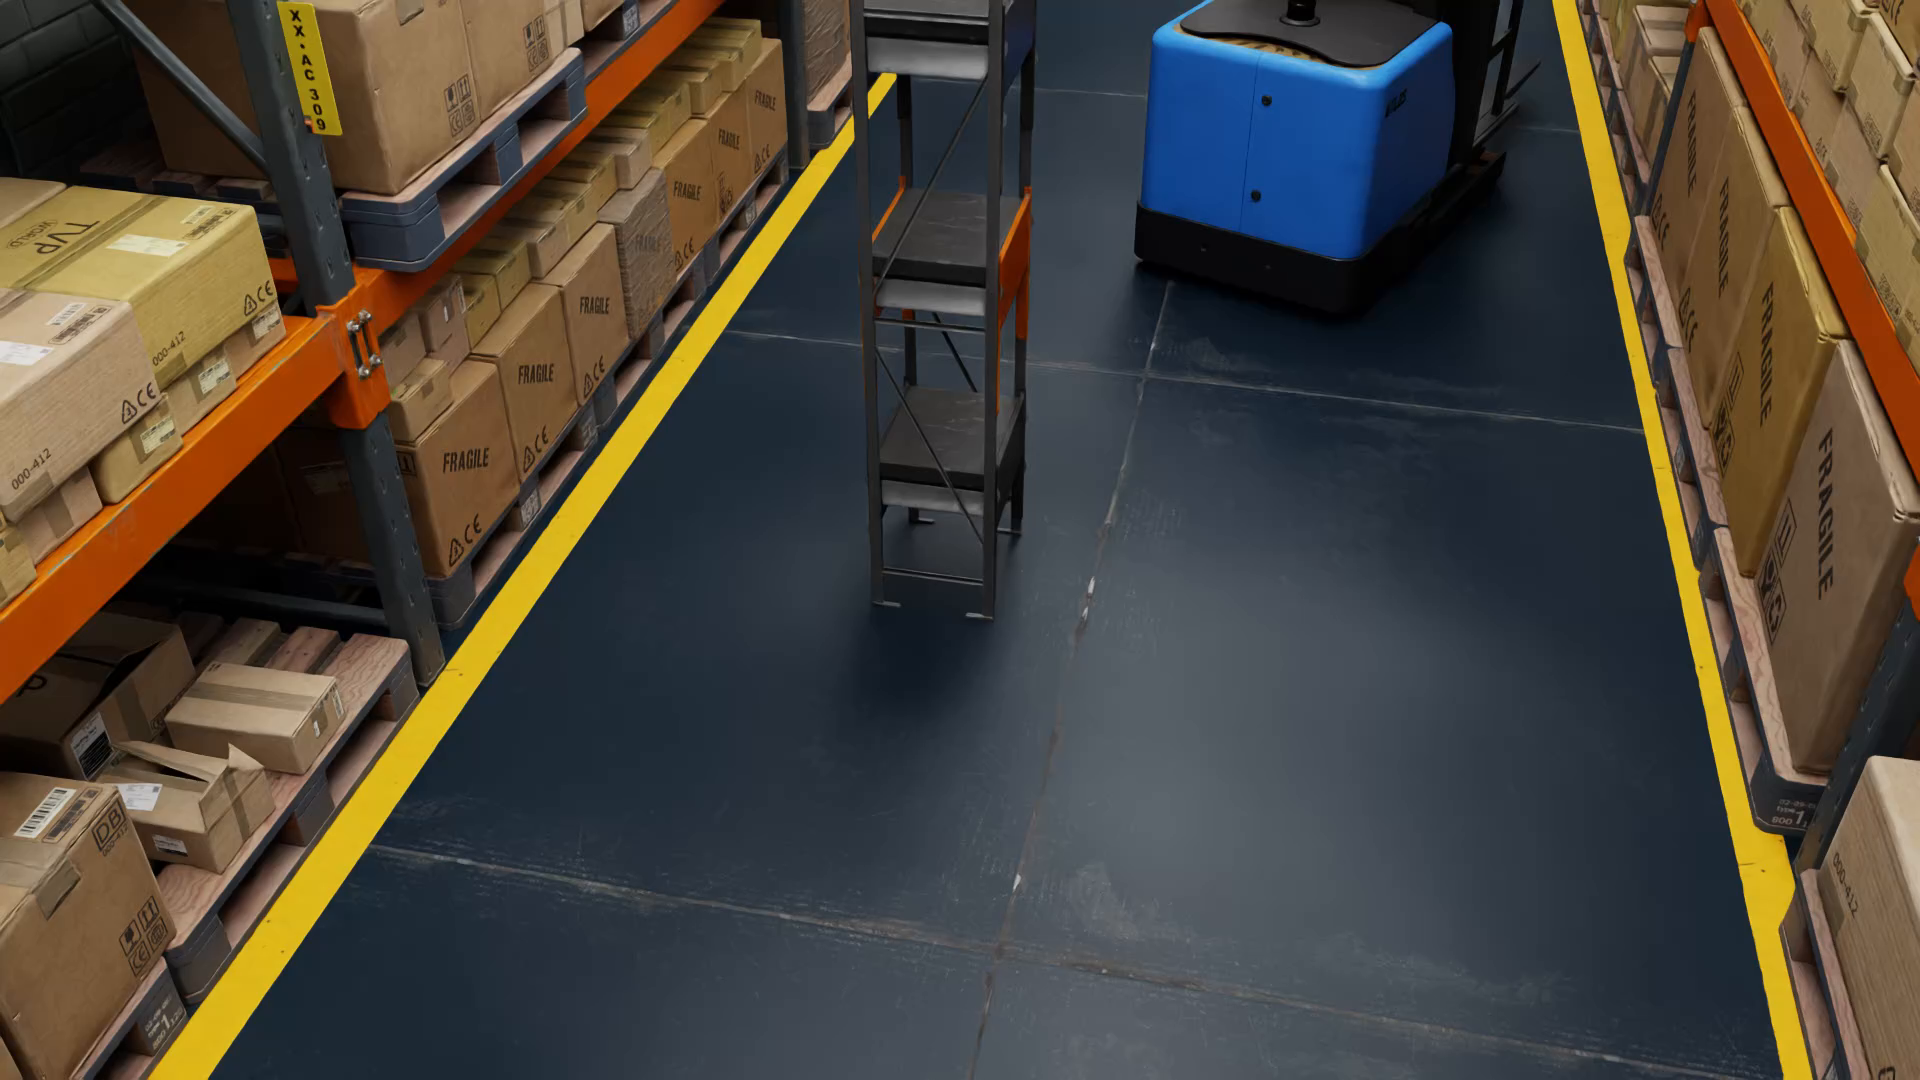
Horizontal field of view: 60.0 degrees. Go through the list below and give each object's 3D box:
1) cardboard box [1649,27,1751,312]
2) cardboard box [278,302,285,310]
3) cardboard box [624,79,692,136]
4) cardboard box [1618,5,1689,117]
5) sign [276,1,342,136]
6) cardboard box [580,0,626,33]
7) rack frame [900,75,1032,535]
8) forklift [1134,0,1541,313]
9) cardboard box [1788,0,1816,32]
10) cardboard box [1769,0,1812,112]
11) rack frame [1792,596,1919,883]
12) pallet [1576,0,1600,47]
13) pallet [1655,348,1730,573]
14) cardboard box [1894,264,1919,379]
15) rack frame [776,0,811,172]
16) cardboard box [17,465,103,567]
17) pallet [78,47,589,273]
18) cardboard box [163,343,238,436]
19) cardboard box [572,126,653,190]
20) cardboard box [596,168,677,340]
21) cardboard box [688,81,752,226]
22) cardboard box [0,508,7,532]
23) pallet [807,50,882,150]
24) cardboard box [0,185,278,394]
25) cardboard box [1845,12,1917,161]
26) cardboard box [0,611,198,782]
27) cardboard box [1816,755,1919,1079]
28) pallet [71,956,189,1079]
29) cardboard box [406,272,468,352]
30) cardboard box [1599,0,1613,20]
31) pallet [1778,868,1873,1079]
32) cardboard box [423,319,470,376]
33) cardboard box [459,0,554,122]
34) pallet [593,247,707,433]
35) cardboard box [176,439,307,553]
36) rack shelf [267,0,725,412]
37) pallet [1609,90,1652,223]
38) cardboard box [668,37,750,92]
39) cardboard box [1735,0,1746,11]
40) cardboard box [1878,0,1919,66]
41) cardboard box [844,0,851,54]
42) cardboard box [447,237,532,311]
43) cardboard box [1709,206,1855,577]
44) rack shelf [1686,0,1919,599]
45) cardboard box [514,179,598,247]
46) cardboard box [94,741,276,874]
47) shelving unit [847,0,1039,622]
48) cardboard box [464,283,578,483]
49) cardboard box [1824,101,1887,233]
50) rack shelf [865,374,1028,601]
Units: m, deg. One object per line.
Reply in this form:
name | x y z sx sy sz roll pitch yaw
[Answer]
cardboard box | 3.367 -1.449 6.646 0.875 0.875 0.875 7 37 10
cardboard box | -2.261 -0.671 5.339 0.380 0.149 0.250 7 37 10
cardboard box | -1.341 -1.799 6.896 0.380 0.149 0.250 8 37 11
cardboard box | 3.876 -2.378 8.356 0.950 0.372 0.625 7 36 9
sign | -1.577 -1.139 4.027 0.100 0.325 0.005 7 37 10
cardboard box | -1.509 -2.059 5.591 0.700 0.500 0.500 7 37 10
rack frame | 0.017 -0.895 5.196 0.400 2.100 0.015 7 37 10
forklift | 2.006 -2.962 7.340 1.130 2.935 3.031 21 41 27
cardboard box | 3.016 -1.827 5.416 0.500 0.250 0.500 7 37 10
cardboard box | 3.035 -1.619 5.555 0.500 0.250 0.500 8 37 12
rack frame | 2.741 -0.232 3.514 1.000 3.000 0.127 7 37 10
pallet | 4.285 -3.243 10.044 1.003 0.211 1.213 7 37 10
pallet | 3.091 -0.256 5.923 1.003 0.211 1.213 7 37 10
cardboard box | 2.591 -0.460 3.956 0.500 0.250 0.500 6 36 9
rack frame | -1.254 -3.145 7.533 1.000 3.000 0.127 7 37 10
cardboard box | -2.079 -0.085 3.525 0.380 0.149 0.250 8 37 11
pallet | -1.831 -1.219 5.039 1.003 0.211 1.213 7 37 10
cardboard box | -1.965 -0.384 3.937 0.380 0.149 0.250 8 37 11
cardboard box | -1.423 -1.494 6.475 0.380 0.149 0.250 6 36 8
cardboard box | -1.454 -1.148 6.549 0.500 0.500 0.500 6 36 8
cardboard box | -1.252 -1.748 7.378 0.500 0.500 0.500 7 36 9
cardboard box | -2.191 -0.016 3.090 0.500 0.250 0.500 7 37 10
pallet | -1.040 -2.483 8.996 1.003 0.211 1.213 7 37 10
cardboard box | -1.979 -0.589 3.881 0.500 0.250 0.500 8 37 11
cardboard box | 2.802 -1.242 4.609 0.500 0.250 0.500 8 37 11
cardboard box | -2.481 0.416 4.553 0.500 0.311 0.500 9 37 12
cardboard box | 2.502 0.982 3.664 0.875 0.438 0.875 7 36 9
pallet | -2.515 1.372 3.677 1.003 0.211 1.213 7 37 10
cardboard box | -1.764 -0.720 5.154 0.380 0.149 0.250 6 36 8
cardboard box | 4.190 -3.211 9.505 0.950 0.372 0.625 10 37 13
pallet | 2.502 1.323 3.744 1.003 0.211 1.213 7 37 10
cardboard box | -1.789 -0.613 5.259 0.380 0.149 0.250 6 36 9
cardboard box | -1.676 -1.609 4.970 0.700 0.500 0.500 8 37 10
pallet | -1.714 -0.895 6.806 1.003 0.211 1.213 7 37 10
cardboard box | -2.293 -0.328 5.419 0.500 0.500 0.500 7 37 10
rack shelf | -1.682 -1.707 6.162 1.077 0.370 4.000 7 37 10
pallet | 3.764 -1.844 8.114 1.003 0.211 1.213 7 37 10
cardboard box | -1.141 -2.090 7.298 0.380 0.149 0.250 6 36 8
cardboard box | 3.245 -2.215 6.378 0.500 0.250 0.500 7 36 9
cardboard box | 2.822 -1.550 4.396 0.500 0.500 0.500 8 37 11
cardboard box | -0.976 -3.085 9.116 0.875 0.625 0.625 8 37 11
cardboard box | -1.700 -0.921 5.684 0.380 0.149 0.250 7 36 9
cardboard box | 2.981 -0.426 5.234 0.875 0.875 0.875 8 37 11
rack shelf | 3.168 -1.087 5.307 1.077 0.370 4.000 7 37 10
cardboard box | -1.555 -1.201 6.071 0.380 0.149 0.250 9 37 12
cardboard box | -2.017 0.646 4.275 0.396 0.266 0.258 9 37 12
shelving unit | -0.035 -0.755 5.003 0.431 2.100 0.503 7 37 10
cardboard box | -1.682 -0.565 5.746 0.500 0.500 0.500 7 36 9
cardboard box | 2.827 -1.039 4.755 0.500 0.250 0.500 6 36 9
rack shelf | -0.035 -0.177 5.422 0.431 0.518 0.480 7 37 10
